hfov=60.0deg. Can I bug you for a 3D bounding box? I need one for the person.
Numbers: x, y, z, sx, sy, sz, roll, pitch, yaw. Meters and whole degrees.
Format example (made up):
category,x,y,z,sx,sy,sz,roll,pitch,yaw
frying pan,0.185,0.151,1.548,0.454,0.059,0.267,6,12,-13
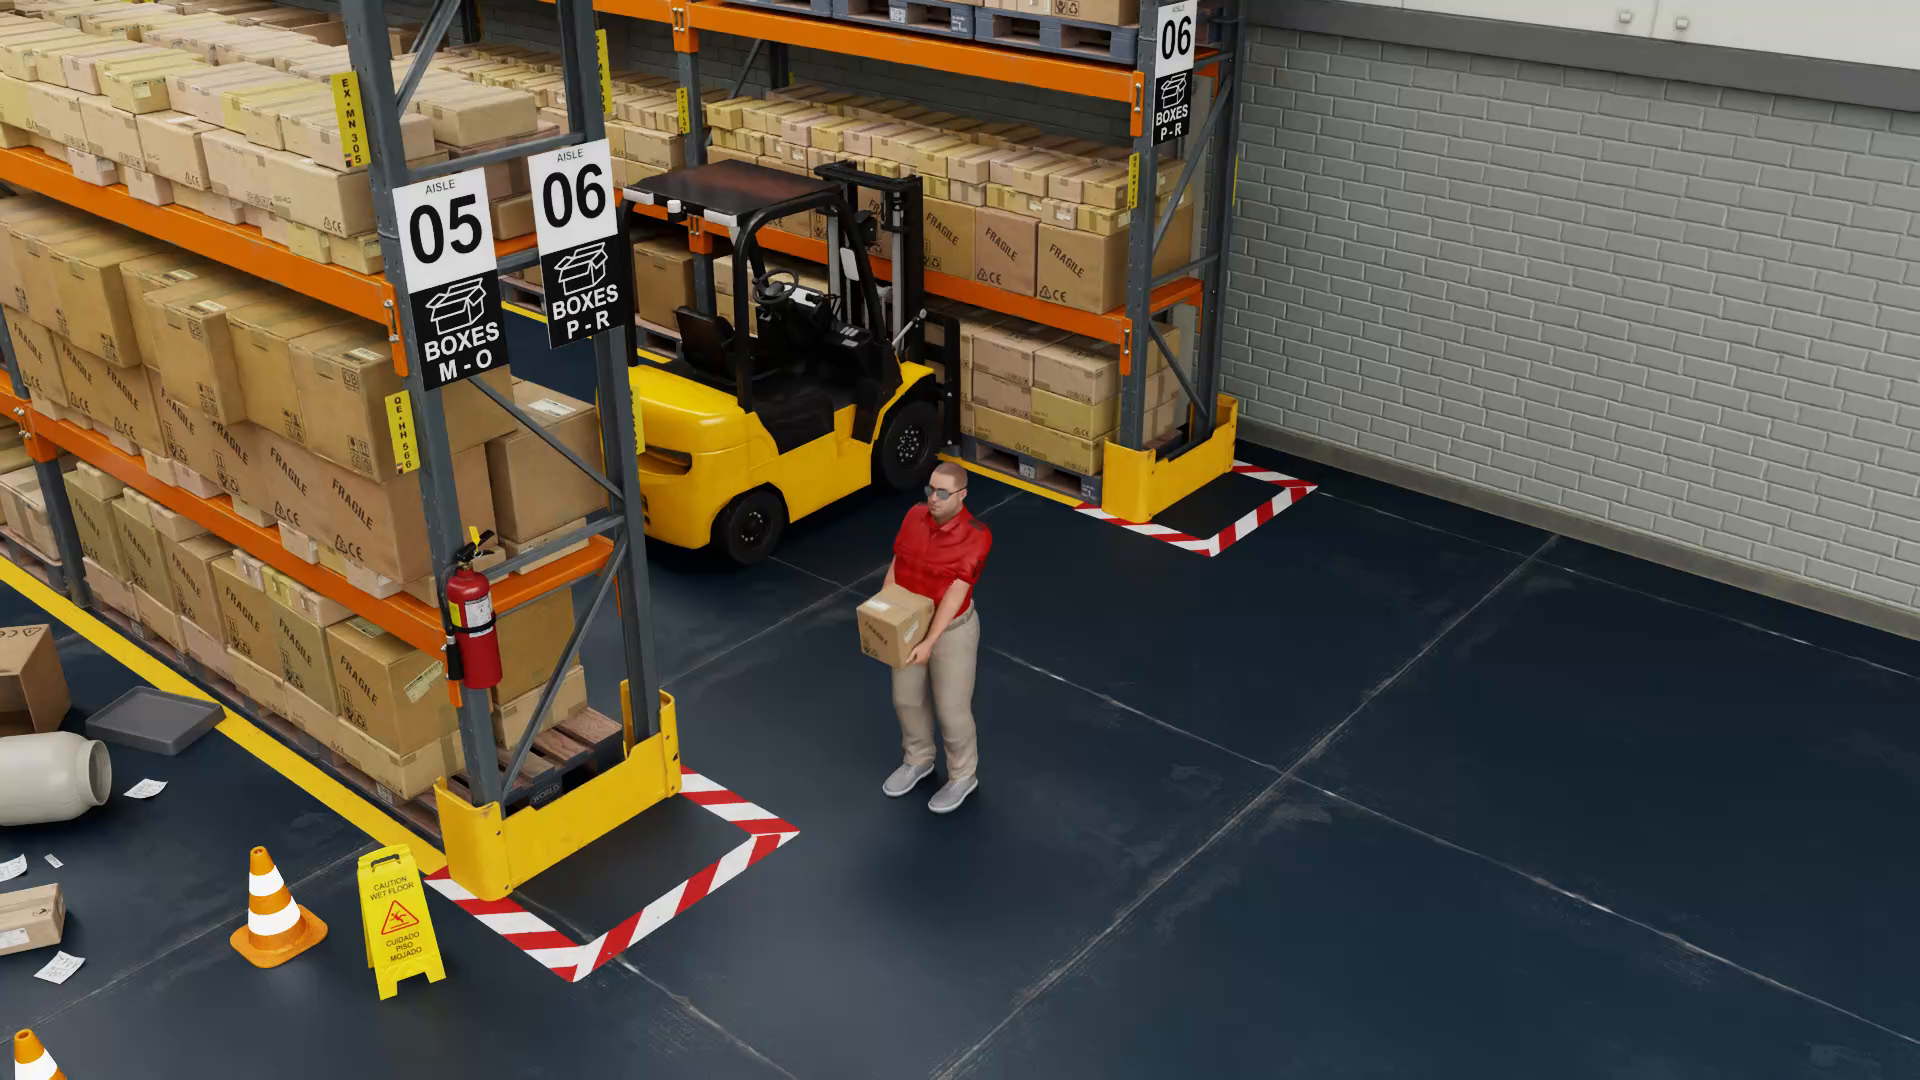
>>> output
category,x,y,z,sx,sy,sz,roll,pitch,yaw
person,-0.158,0.473,7.730,0.494,1.717,0.530,21,34,35
